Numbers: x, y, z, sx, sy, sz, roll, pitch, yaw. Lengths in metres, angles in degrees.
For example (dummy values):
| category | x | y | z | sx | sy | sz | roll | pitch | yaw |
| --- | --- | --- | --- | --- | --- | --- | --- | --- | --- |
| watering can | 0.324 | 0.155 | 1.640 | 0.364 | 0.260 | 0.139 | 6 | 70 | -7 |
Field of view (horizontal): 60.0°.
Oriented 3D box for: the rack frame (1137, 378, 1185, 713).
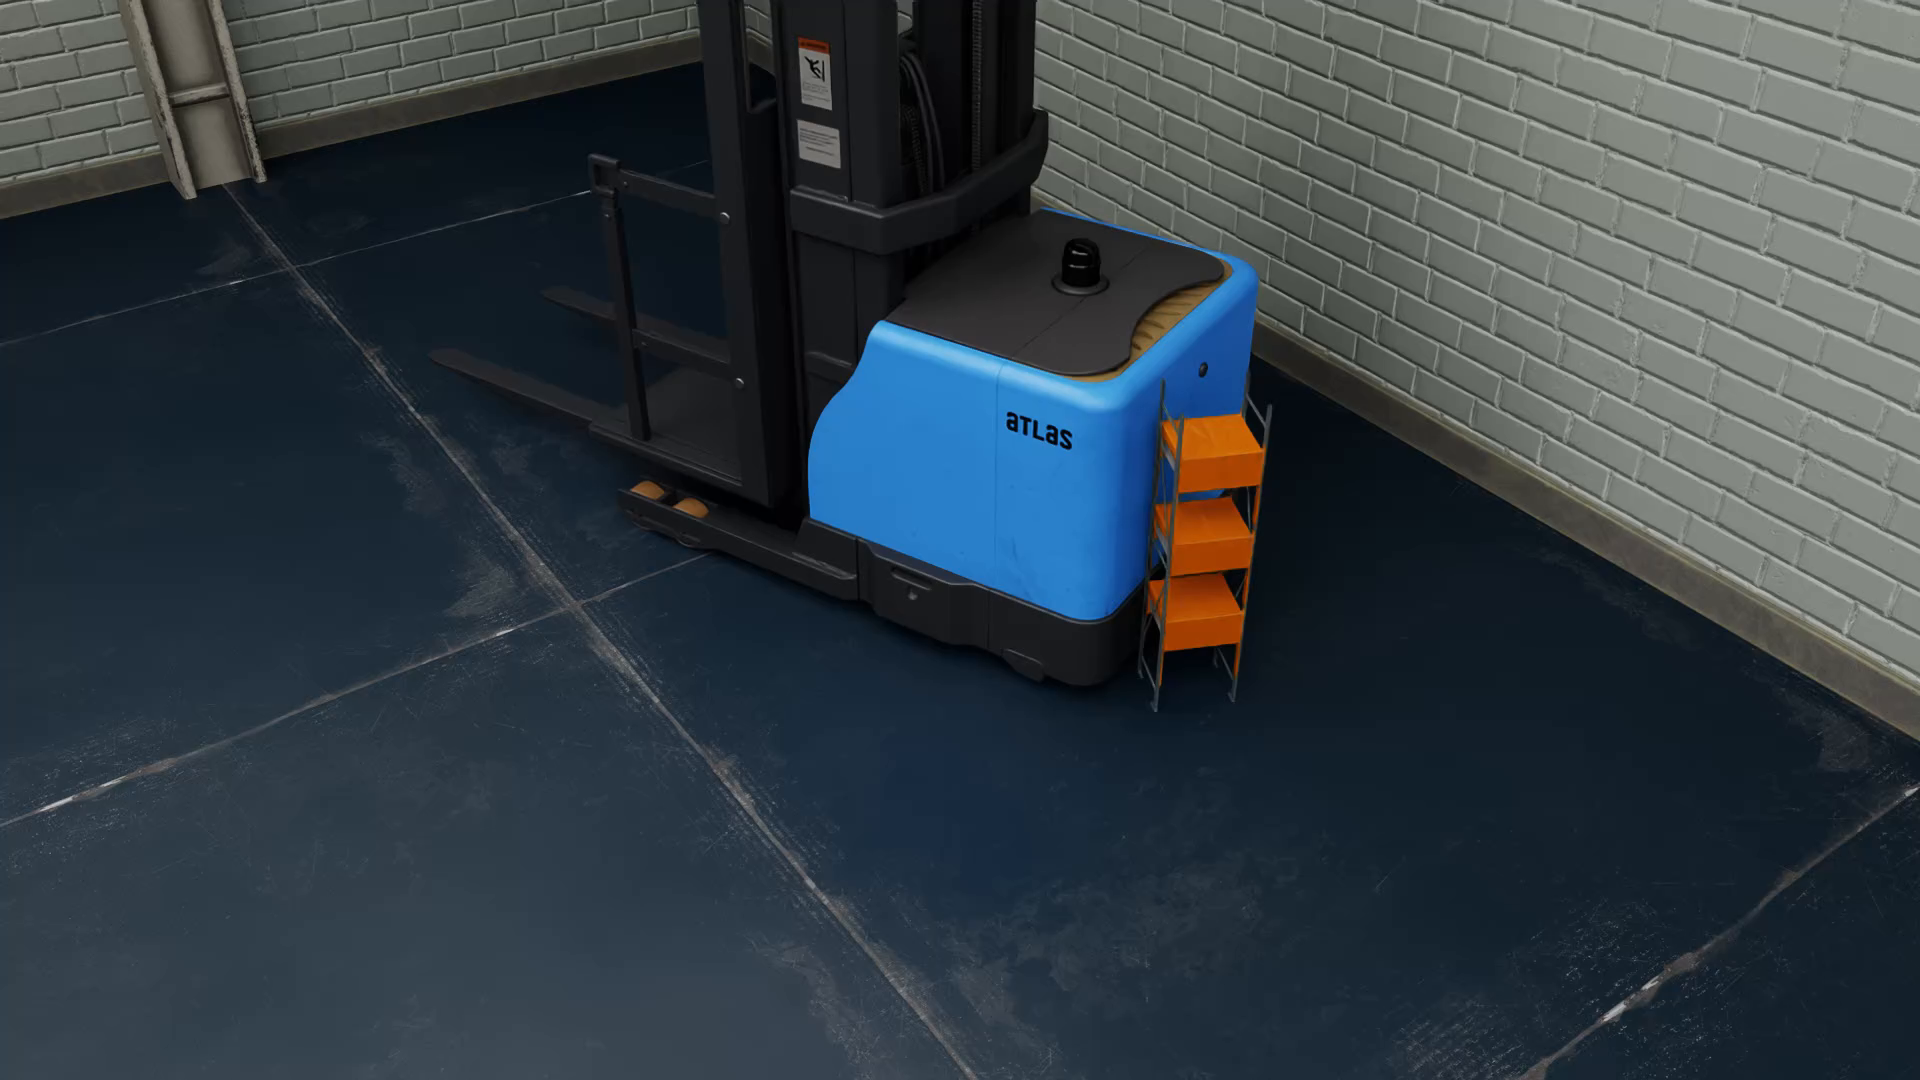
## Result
| category | x | y | z | sx | sy | sz | roll | pitch | yaw |
| --- | --- | --- | --- | --- | --- | --- | --- | --- | --- |
| rack frame | 0.575 | 0.038 | 4.797 | 0.008 | 1.050 | 0.200 | -6 | 36 | -8 |

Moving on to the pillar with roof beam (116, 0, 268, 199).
| category | x | y | z | sx | sy | sz | roll | pitch | yaw |
| --- | --- | --- | --- | --- | --- | --- | --- | --- | --- |
| pillar with roof beam | -1.190 | -3.384 | 2.748 | 0.400 | 9.000 | 9.100 | -22 | 41 | -28 |

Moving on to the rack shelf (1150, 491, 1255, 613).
| category | x | y | z | sx | sy | sz | roll | pitch | yaw |
| --- | --- | --- | --- | --- | --- | --- | --- | --- | --- |
| rack shelf | 0.695 | 0.034 | 4.821 | 0.240 | 0.259 | 0.215 | -6 | 36 | -8 |

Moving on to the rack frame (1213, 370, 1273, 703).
| category | x | y | z | sx | sy | sz | roll | pitch | yaw |
| --- | --- | --- | --- | --- | --- | --- | --- | --- | --- |
| rack frame | 0.815 | 0.013 | 4.833 | 0.008 | 1.050 | 0.200 | -6 | 36 | -8 |

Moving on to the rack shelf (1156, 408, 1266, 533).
| category | x | y | z | sx | sy | sz | roll | pitch | yaw |
| --- | --- | --- | --- | --- | --- | --- | --- | --- | --- |
| rack shelf | 0.695 | -0.196 | 4.655 | 0.240 | 0.259 | 0.215 | -6 | 36 | -8 |

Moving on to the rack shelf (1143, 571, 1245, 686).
| category | x | y | z | sx | sy | sz | roll | pitch | yaw |
| --- | --- | --- | --- | --- | --- | --- | --- | --- | --- |
| rack shelf | 0.695 | 0.259 | 4.984 | 0.240 | 0.259 | 0.215 | -6 | 36 | -8 |

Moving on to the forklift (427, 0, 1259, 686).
| category | x | y | z | sx | sy | sz | roll | pitch | yaw |
| --- | --- | --- | --- | --- | --- | --- | --- | --- | --- |
| forklift | -0.584 | -1.402 | 5.189 | 3.031 | 2.935 | 1.130 | 21 | 41 | 26 |

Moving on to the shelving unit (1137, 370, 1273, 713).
| category | x | y | z | sx | sy | sz | roll | pitch | yaw |
| --- | --- | --- | --- | --- | --- | --- | --- | --- | --- |
| shelving unit | 0.695 | 0.025 | 4.815 | 0.252 | 1.050 | 0.215 | -6 | 36 | -8 |
